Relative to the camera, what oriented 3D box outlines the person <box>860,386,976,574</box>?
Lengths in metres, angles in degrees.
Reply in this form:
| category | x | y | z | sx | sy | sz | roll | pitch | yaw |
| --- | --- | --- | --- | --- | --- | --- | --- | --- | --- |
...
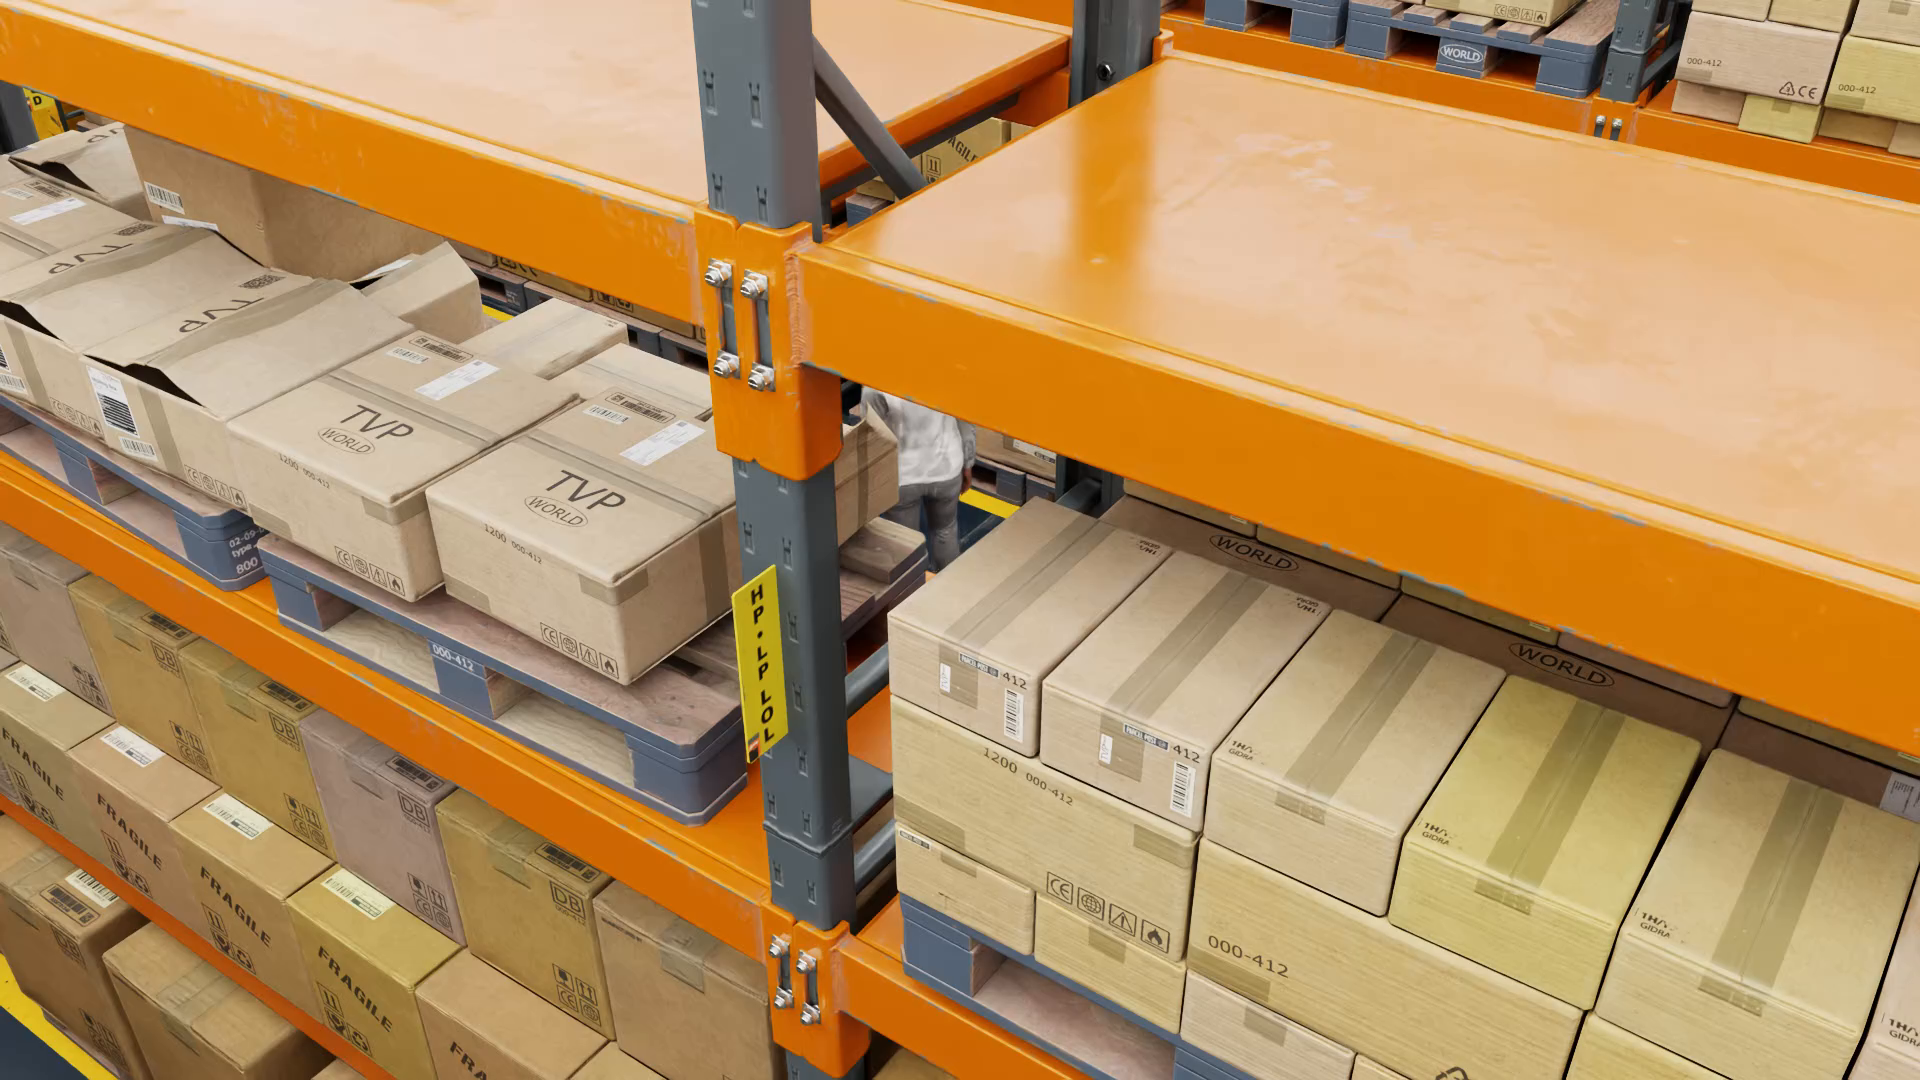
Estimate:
| category | x | y | z | sx | sy | sz | roll | pitch | yaw |
| --- | --- | --- | --- | --- | --- | --- | --- | --- | --- |
| person | -0.207 | -0.354 | 7.842 | 0.562 | 1.818 | 0.490 | -9 | 35 | -13 |
